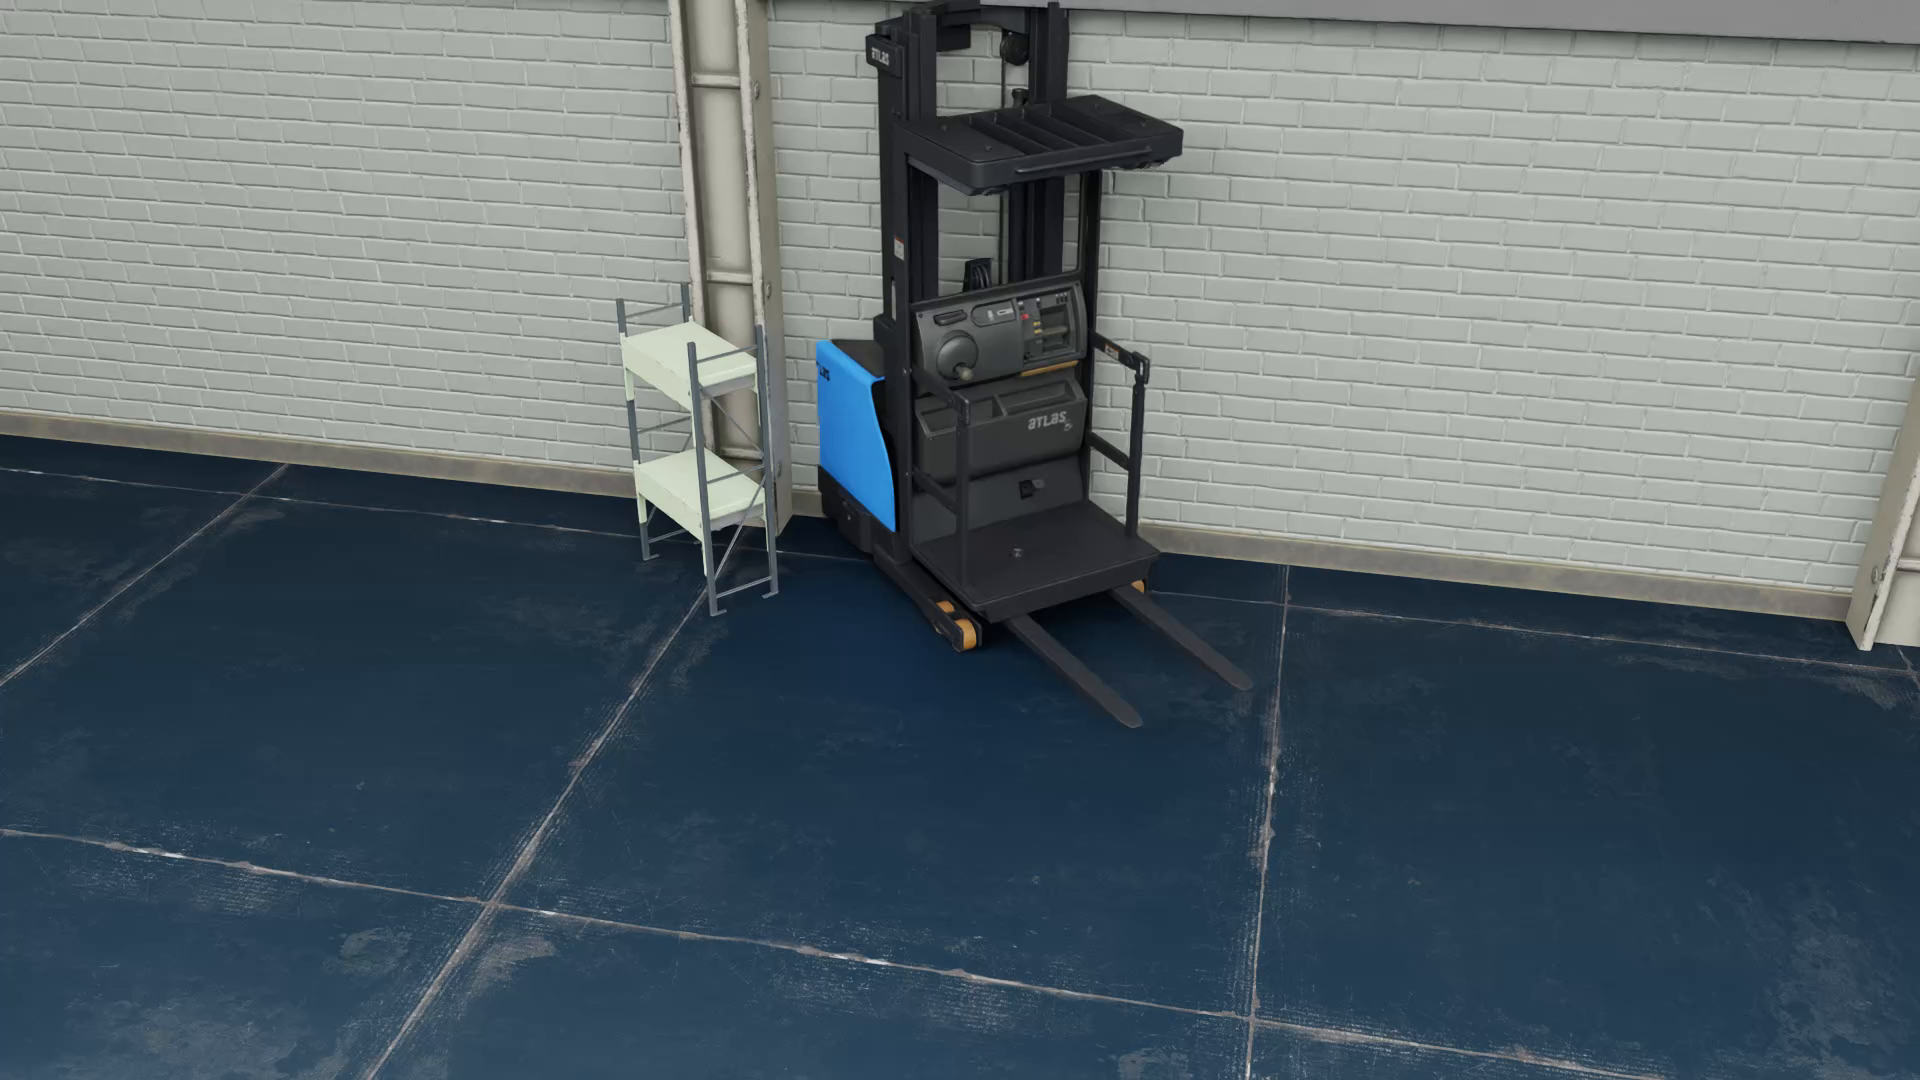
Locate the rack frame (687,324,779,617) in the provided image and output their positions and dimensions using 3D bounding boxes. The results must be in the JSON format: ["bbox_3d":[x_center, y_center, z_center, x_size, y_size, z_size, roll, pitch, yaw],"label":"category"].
[{"bbox_3d":[-1.119,-0.324,8.279,0.400,1.500,0.023,-20,34,-32],"label":"rack frame"}]

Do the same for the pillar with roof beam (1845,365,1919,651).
[{"bbox_3d":[3.791,-1.434,2.499,0.400,9.000,9.100,6,29,11],"label":"pillar with roof beam"}]

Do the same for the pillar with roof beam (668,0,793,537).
[{"bbox_3d":[-2.077,-2.036,3.598,0.400,9.000,9.100,6,29,11],"label":"pillar with roof beam"}]

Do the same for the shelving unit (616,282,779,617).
[{"bbox_3d":[-1.340,-0.464,8.535,0.431,1.500,0.755,-20,34,-32],"label":"shelving unit"}]

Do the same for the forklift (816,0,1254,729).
[{"bbox_3d":[0.315,-0.981,7.990,1.130,2.935,3.031,-15,32,-25],"label":"forklift"}]

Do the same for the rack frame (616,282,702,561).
[{"bbox_3d":[-1.560,-0.604,8.792,0.400,1.500,0.023,-20,34,-32],"label":"rack frame"}]

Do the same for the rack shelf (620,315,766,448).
[{"bbox_3d":[-1.340,-0.806,8.348,0.431,0.370,0.720,-20,34,-32],"label":"rack shelf"}]

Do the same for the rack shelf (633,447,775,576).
[{"bbox_3d":[-1.340,-0.178,8.692,0.431,0.370,0.720,-20,34,-32],"label":"rack shelf"}]
